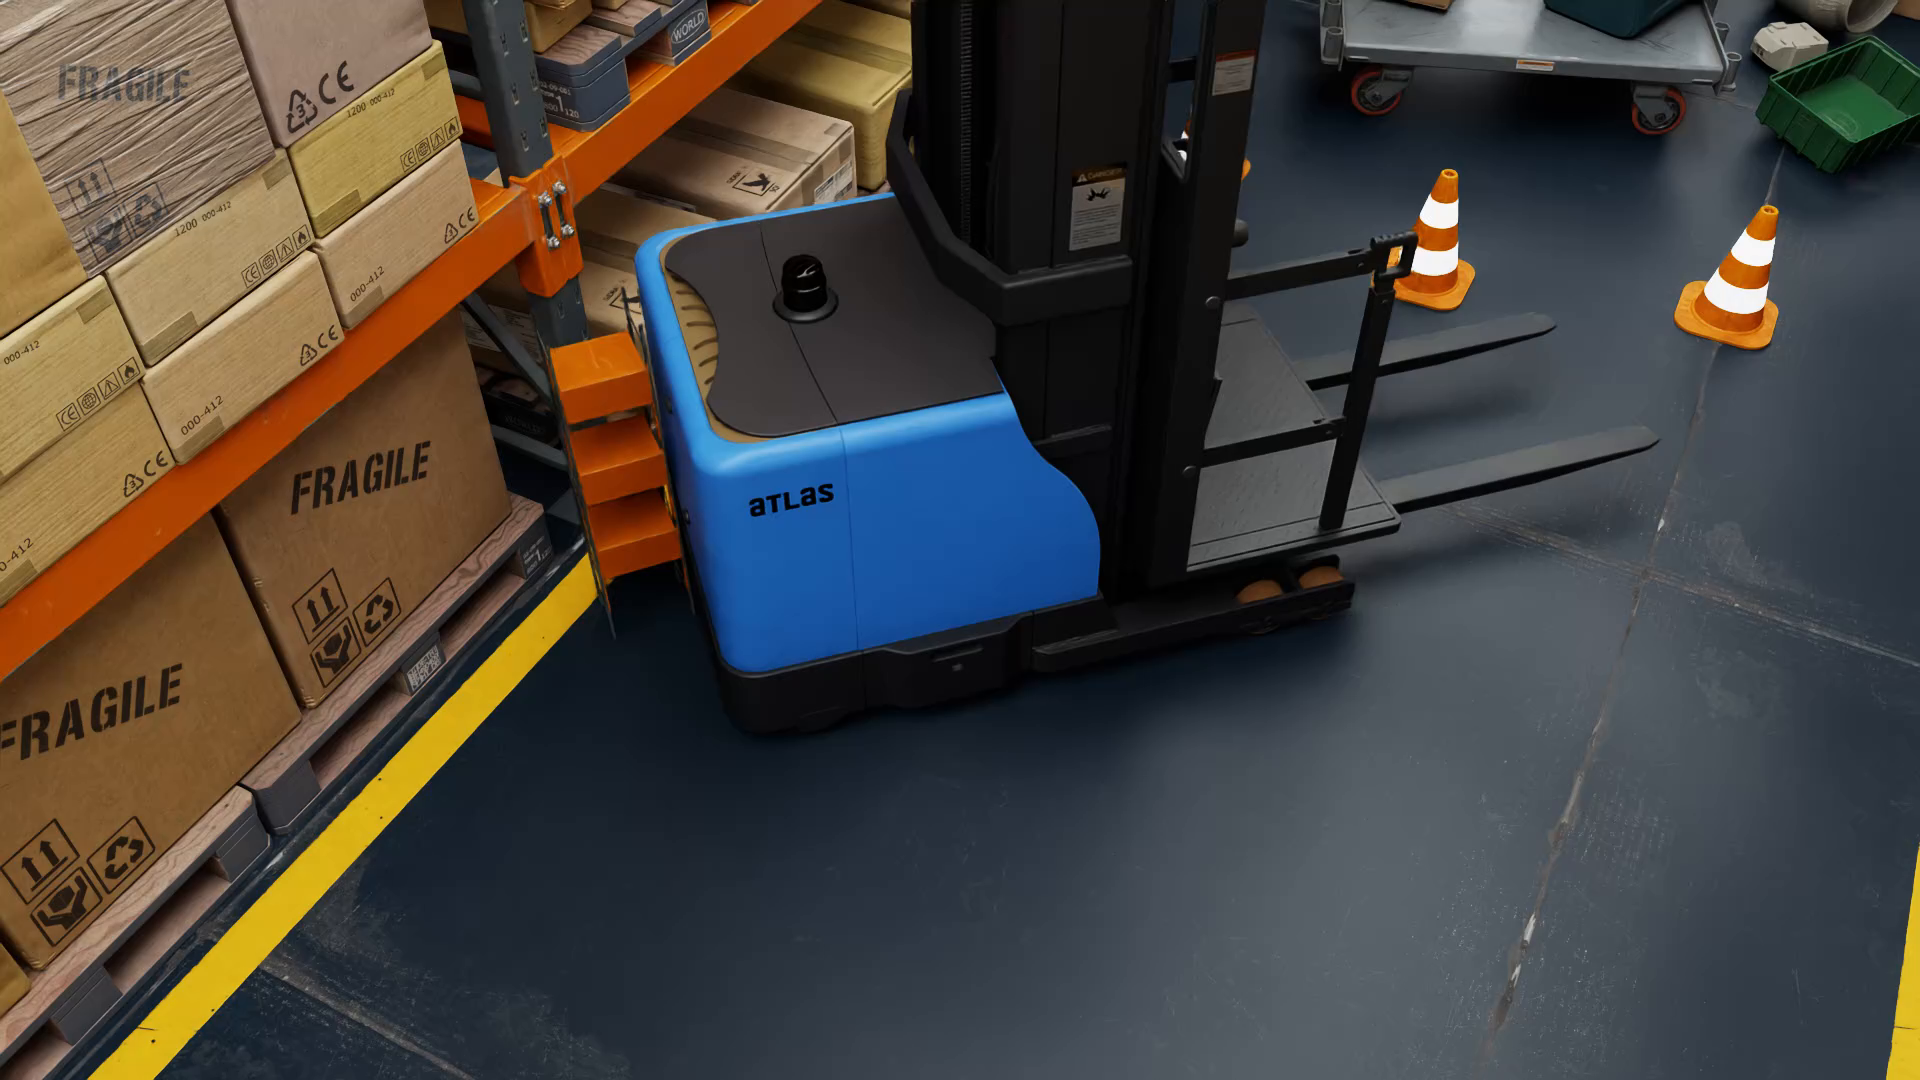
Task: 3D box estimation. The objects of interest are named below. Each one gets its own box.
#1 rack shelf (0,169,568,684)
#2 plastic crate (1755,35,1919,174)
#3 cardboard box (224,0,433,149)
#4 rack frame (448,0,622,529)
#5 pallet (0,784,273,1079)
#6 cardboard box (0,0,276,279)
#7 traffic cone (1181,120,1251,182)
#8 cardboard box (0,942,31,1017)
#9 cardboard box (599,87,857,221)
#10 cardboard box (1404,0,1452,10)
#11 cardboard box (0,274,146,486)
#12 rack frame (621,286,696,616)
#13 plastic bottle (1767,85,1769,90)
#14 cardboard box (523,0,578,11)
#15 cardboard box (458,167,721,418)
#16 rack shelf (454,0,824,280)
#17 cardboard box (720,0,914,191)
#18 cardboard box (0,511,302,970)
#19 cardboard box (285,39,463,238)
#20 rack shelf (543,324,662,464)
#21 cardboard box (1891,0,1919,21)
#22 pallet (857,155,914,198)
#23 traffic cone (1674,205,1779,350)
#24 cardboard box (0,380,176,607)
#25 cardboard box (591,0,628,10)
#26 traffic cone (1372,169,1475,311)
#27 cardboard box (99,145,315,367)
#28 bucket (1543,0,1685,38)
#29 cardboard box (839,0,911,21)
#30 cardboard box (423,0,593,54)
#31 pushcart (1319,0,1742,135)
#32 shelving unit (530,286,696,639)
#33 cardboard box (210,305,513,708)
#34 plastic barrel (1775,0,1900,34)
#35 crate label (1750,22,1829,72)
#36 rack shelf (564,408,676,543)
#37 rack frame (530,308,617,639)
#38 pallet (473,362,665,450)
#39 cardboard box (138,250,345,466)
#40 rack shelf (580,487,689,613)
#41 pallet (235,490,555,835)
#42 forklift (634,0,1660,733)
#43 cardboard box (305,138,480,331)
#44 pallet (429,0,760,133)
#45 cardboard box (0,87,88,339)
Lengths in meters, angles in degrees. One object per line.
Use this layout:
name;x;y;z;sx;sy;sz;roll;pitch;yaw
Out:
rack shelf;-2.469;0.247;3.403;1.077;0.370;4.000;20;49;19
plastic crate;3.668;-1.789;6.846;0.662;0.188;0.450;-24;60;-22
cardboard box;-1.549;-1.241;3.594;0.500;0.500;0.500;19;48;18
rack frame;-1.541;-1.266;4.392;1.000;3.000;0.127;20;49;19
pallet;-2.541;0.951;4.161;1.003;0.211;1.213;20;49;19
cardboard box;-1.780;-0.915;3.272;0.500;0.500;0.500;21;49;20
traffic cone;0.980;-1.651;6.556;0.336;0.463;0.334;20;49;19
cardboard box;-2.768;0.864;3.485;0.875;0.875;0.875;22;49;20
cardboard box;-0.934;-1.310;5.988;0.950;0.372;0.625;20;49;18
cardboard box;1.907;-2.605;6.940;0.500;0.500;0.500;20;49;19
cardboard box;-1.995;-0.347;3.238;0.500;0.250;0.500;19;48;18
rack frame;-0.851;-0.226;4.725;0.008;1.050;0.200;-17;44;-16
plastic bottle;3.539;-1.855;7.040;0.133;0.061;0.283;-2;45;-2
cardboard box;-1.127;-1.761;4.306;0.500;0.500;0.500;19;48;18
cardboard box;-1.270;-0.843;5.526;0.950;0.372;0.625;17;48;16
rack shelf;-0.612;-2.273;5.894;1.077;0.370;4.000;20;49;19
cardboard box;-0.577;-1.786;6.459;0.950;0.372;0.625;22;49;20
cardboard box;-2.353;0.301;4.042;0.875;0.875;0.875;21;49;20
cardboard box;-1.541;-1.000;3.884;0.500;0.250;0.500;20;49;19
rack shelf;-0.971;-0.396;4.510;0.240;0.259;0.215;-17;44;-16
cardboard box;4.559;-2.654;7.520;0.500;0.500;0.500;29;52;25
pallet;-0.609;-1.543;6.627;1.003;0.211;1.213;20;49;19
traffic cone;2.787;-0.977;5.891;0.336;0.463;0.334;20;49;19
cardboard box;-2.017;-0.170;3.415;0.500;0.250;0.500;20;49;19
cardboard box;-1.064;-1.636;4.639;0.380;0.149;0.250;18;48;17
traffic cone;1.732;-1.138;6.049;0.336;0.463;0.334;20;49;19
cardboard box;-1.775;-0.676;3.563;0.500;0.250;0.500;19;48;18
bucket;2.768;-2.446;6.791;0.620;0.611;0.726;-39;56;-20
cardboard box;-0.256;-2.225;6.892;0.950;0.372;0.625;23;50;21
cardboard box;-1.225;-1.469;4.474;0.380;0.149;0.250;18;48;17
pushcart;2.359;-2.143;7.103;1.648;0.377;0.936;5;46;5
shelving unit;-0.963;-0.192;4.691;0.252;1.050;0.215;-17;44;-16
cardboard box;-1.935;-0.259;4.596;0.875;0.875;0.875;20;49;19
plastic barrel;3.915;-2.531;7.454;0.421;0.421;0.512;-16;48;-15
crate label;3.639;-2.159;7.288;0.298;0.136;0.250;-9;46;-9
rack shelf;-0.963;-0.184;4.699;0.240;0.259;0.215;-17;44;-16
rack frame;-1.076;-0.159;4.658;0.008;1.050;0.200;-17;44;-16
pallet;-1.177;-0.778;5.870;1.003;0.211;1.213;20;49;19
cardboard box;-1.769;-0.482;3.723;0.500;0.250;0.500;21;49;20
rack shelf;-0.956;0.023;4.883;0.240;0.259;0.215;-17;44;-16
pallet;-1.973;0.186;4.918;1.003;0.211;1.213;20;49;19
forklift;0.667;-1.099;4.275;3.031;2.935;1.130;-12;47;-12
cardboard box;-1.546;-0.809;4.046;0.500;0.250;0.500;19;48;18
pallet;-1.304;-1.683;4.939;1.213;0.211;1.003;20;49;19
cardboard box;-2.016;-0.604;2.965;0.500;0.500;0.500;20;49;19
